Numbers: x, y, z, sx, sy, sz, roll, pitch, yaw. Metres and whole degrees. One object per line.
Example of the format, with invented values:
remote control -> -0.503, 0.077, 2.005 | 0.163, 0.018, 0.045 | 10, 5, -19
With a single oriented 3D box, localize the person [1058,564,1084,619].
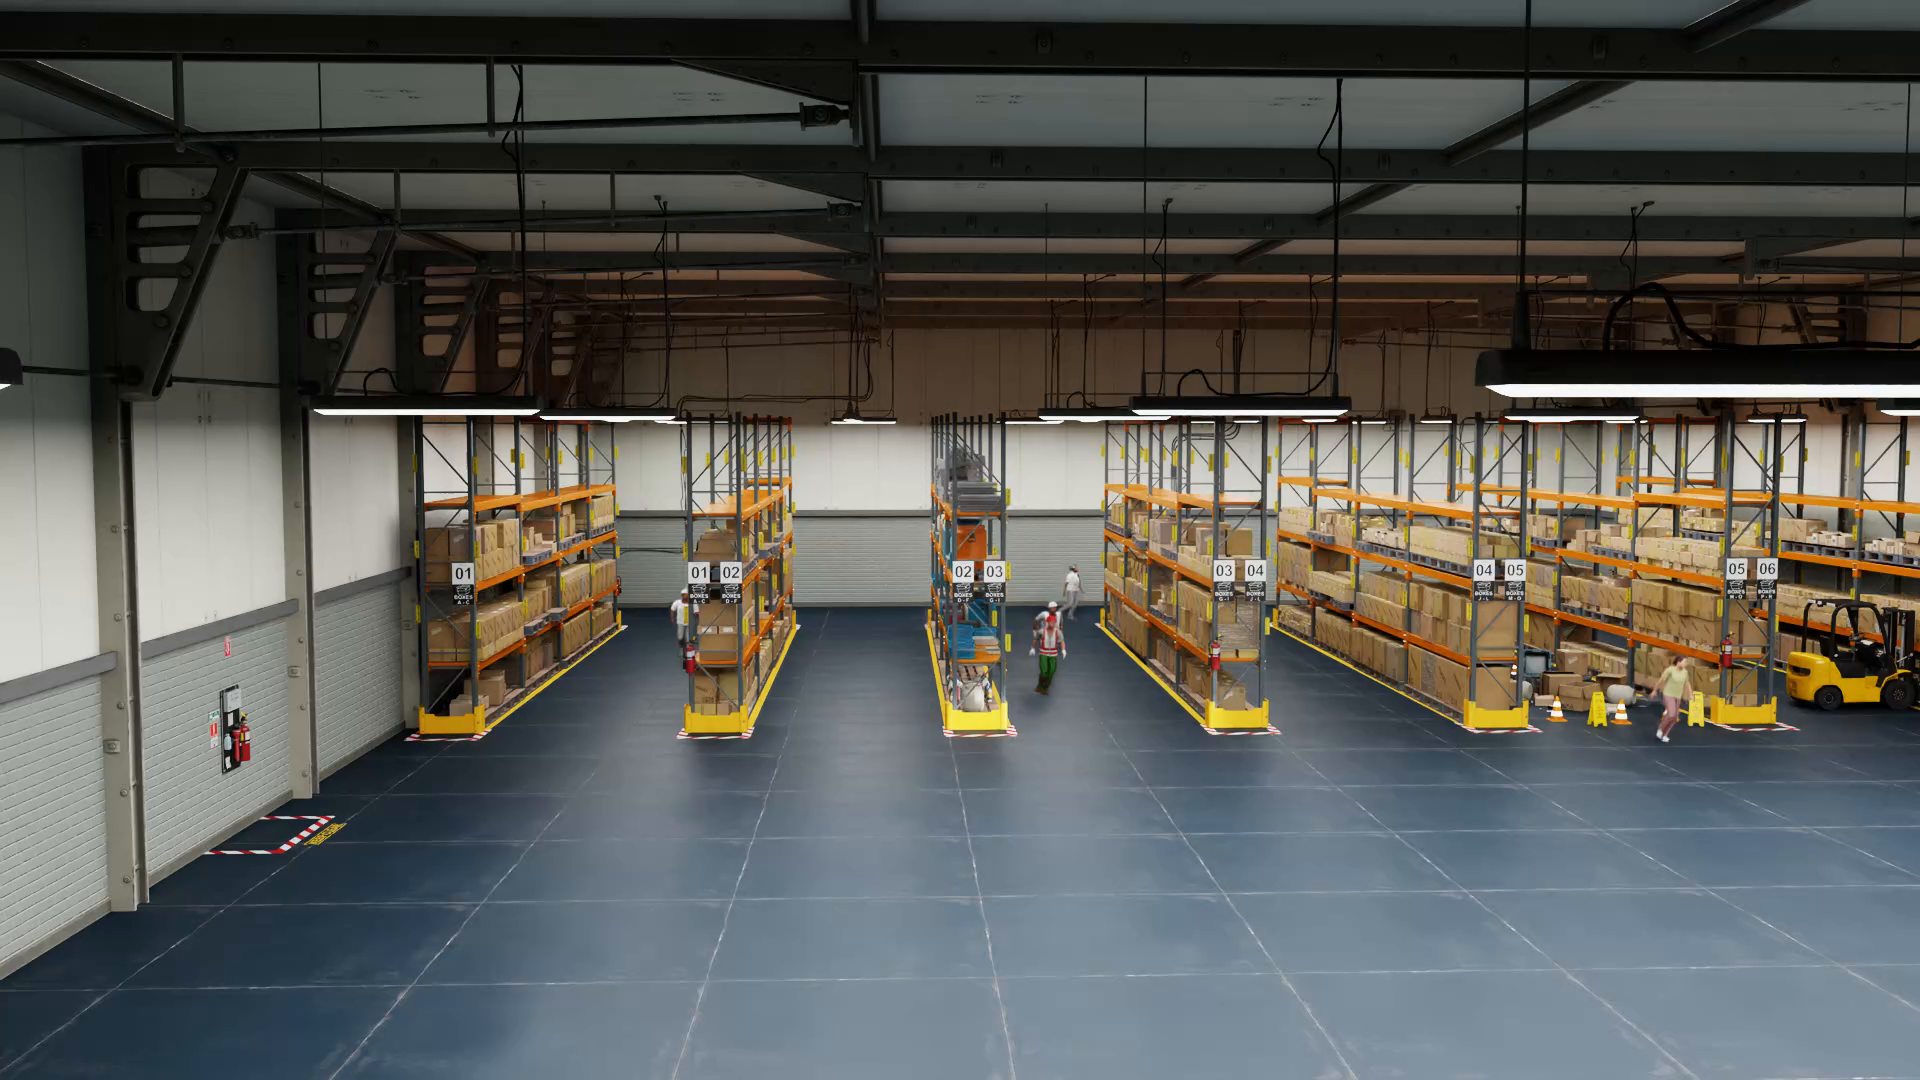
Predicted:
person -> 3.292, 1.542, 49.532 | 0.637, 1.678, 0.632 | 3, 5, 37

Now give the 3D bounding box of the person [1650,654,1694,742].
person -> 12.953, 2.857, 30.193 | 0.567, 1.629, 0.598 | -1, 4, -18

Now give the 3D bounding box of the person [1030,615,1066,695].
person -> 1.881, 2.445, 35.211 | 0.680, 1.724, 0.769 | -1, 4, -10

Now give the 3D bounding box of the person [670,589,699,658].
person -> -6.771, 2.060, 40.834 | 0.701, 1.721, 0.634 | 0, 4, -7

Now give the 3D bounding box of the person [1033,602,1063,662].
person -> 2.058, 2.263, 38.545 | 0.671, 1.707, 0.759 | -2, 4, -26
